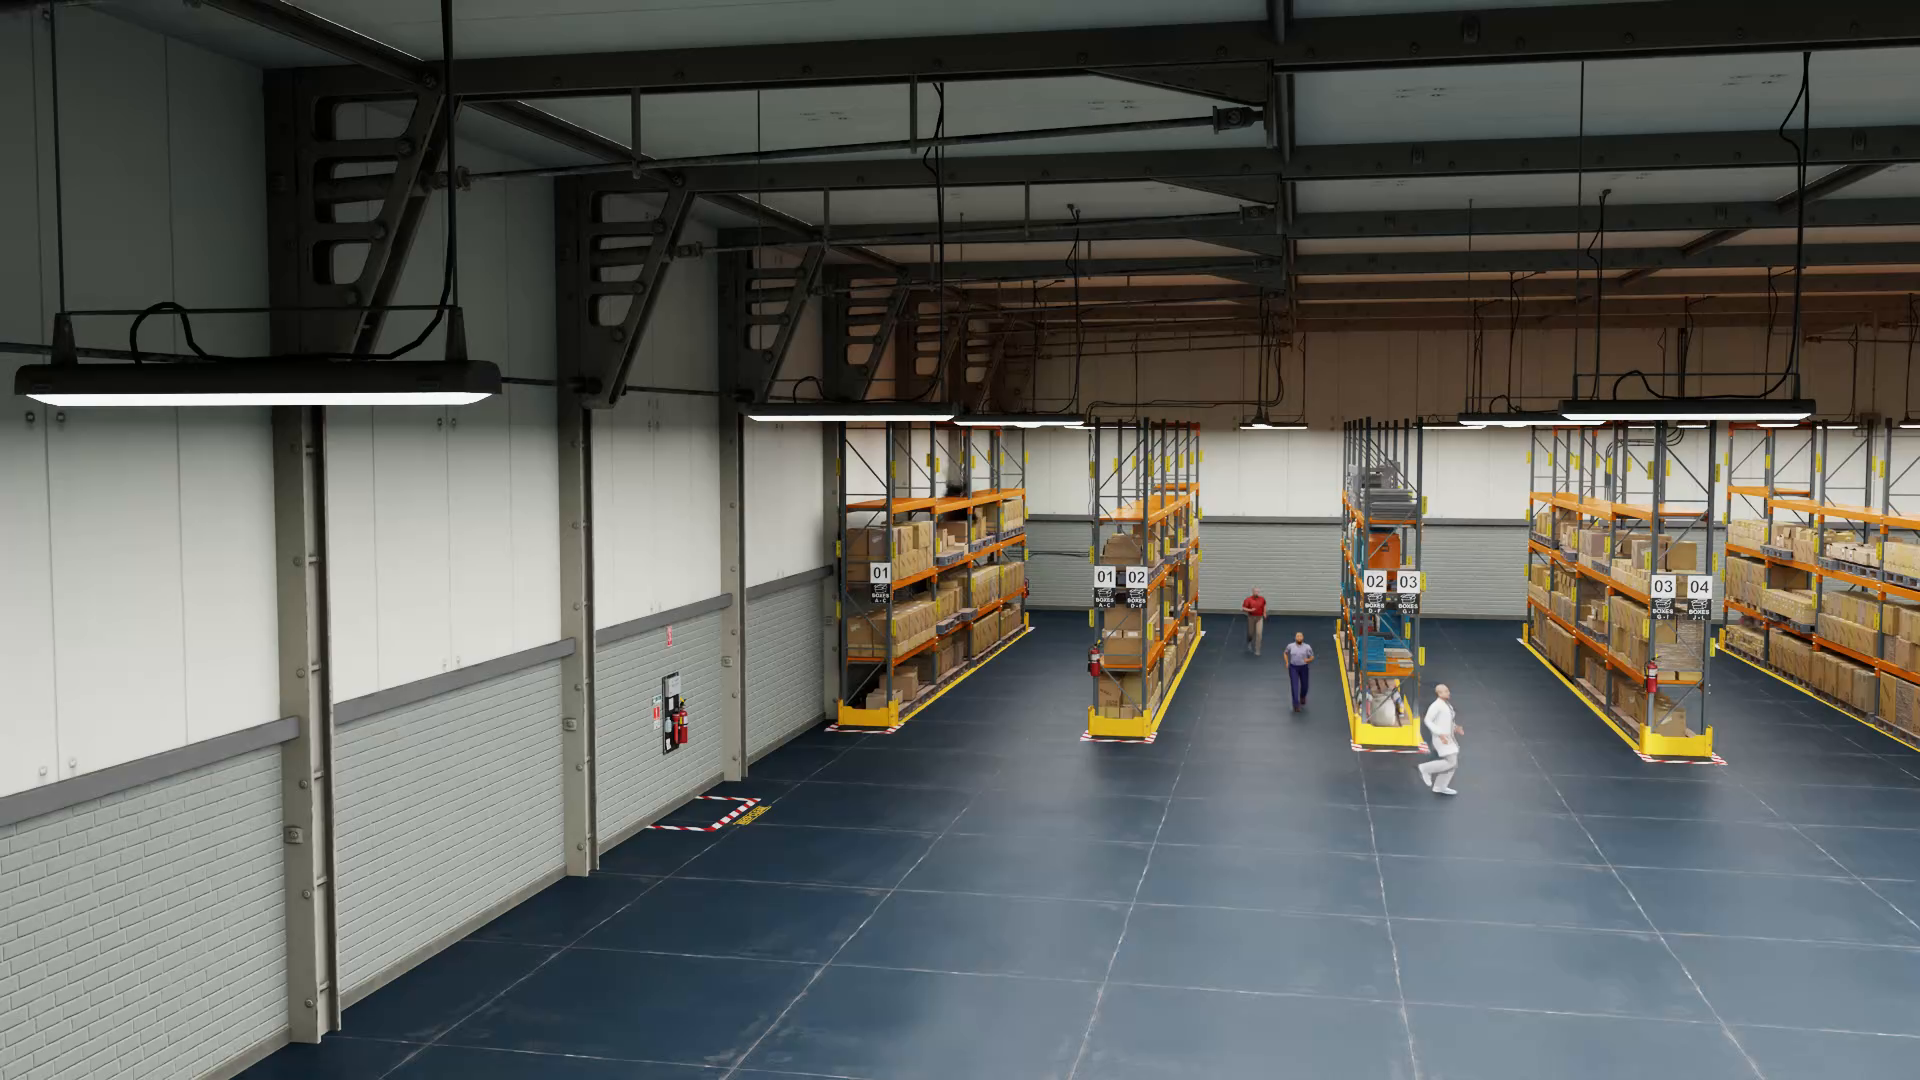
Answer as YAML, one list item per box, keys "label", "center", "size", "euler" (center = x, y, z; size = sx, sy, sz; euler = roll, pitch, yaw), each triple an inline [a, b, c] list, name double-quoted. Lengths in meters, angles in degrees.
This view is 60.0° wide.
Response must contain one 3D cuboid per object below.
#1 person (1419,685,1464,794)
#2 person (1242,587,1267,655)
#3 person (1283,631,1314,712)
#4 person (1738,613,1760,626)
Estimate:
- label: "person"
  center: [7.629, 3.152, 26.339]
  size: [0.638, 1.733, 0.710]
  euler: [2, 4, 33]
- label: "person"
  center: [7.594, 2.070, 42.832]
  size: [0.664, 1.705, 0.944]
  euler: [0, 4, -1]
- label: "person"
  center: [6.966, 2.695, 34.208]
  size: [0.619, 1.606, 0.843]
  euler: [1, 4, 8]
- label: "person"
  center: [21.409, 1.944, 45.213]
  size: [0.620, 1.638, 0.929]
  euler: [-3, 5, -38]
